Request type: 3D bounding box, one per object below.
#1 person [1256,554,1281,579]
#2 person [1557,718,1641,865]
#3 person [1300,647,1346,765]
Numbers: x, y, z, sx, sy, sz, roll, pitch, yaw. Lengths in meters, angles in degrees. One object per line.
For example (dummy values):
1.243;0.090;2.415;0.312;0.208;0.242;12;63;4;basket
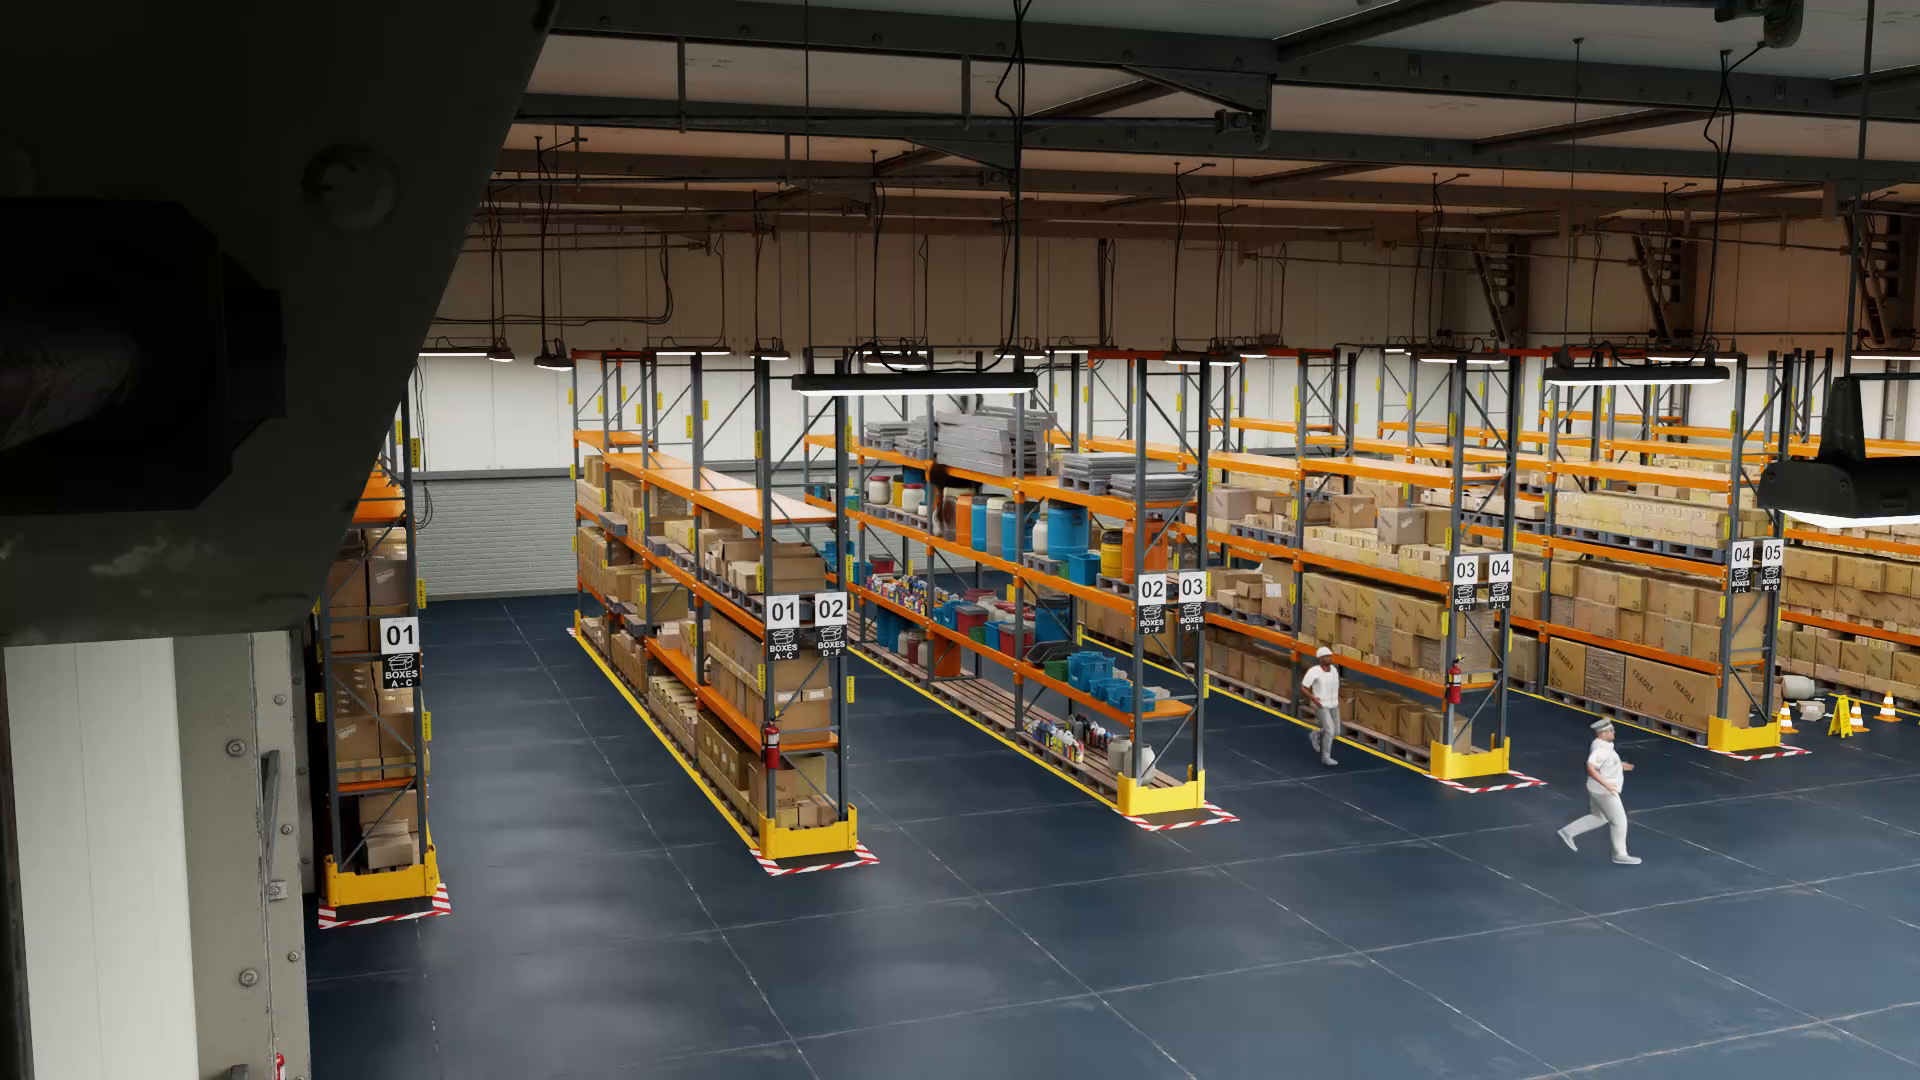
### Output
6.610;1.090;34.830;0.695;1.788;0.994;-2;7;-18;person
7.682;2.981;19.887;0.943;1.754;0.673;2;7;12;person
5.358;2.431;24.556;0.704;1.723;0.696;-4;8;-30;person
